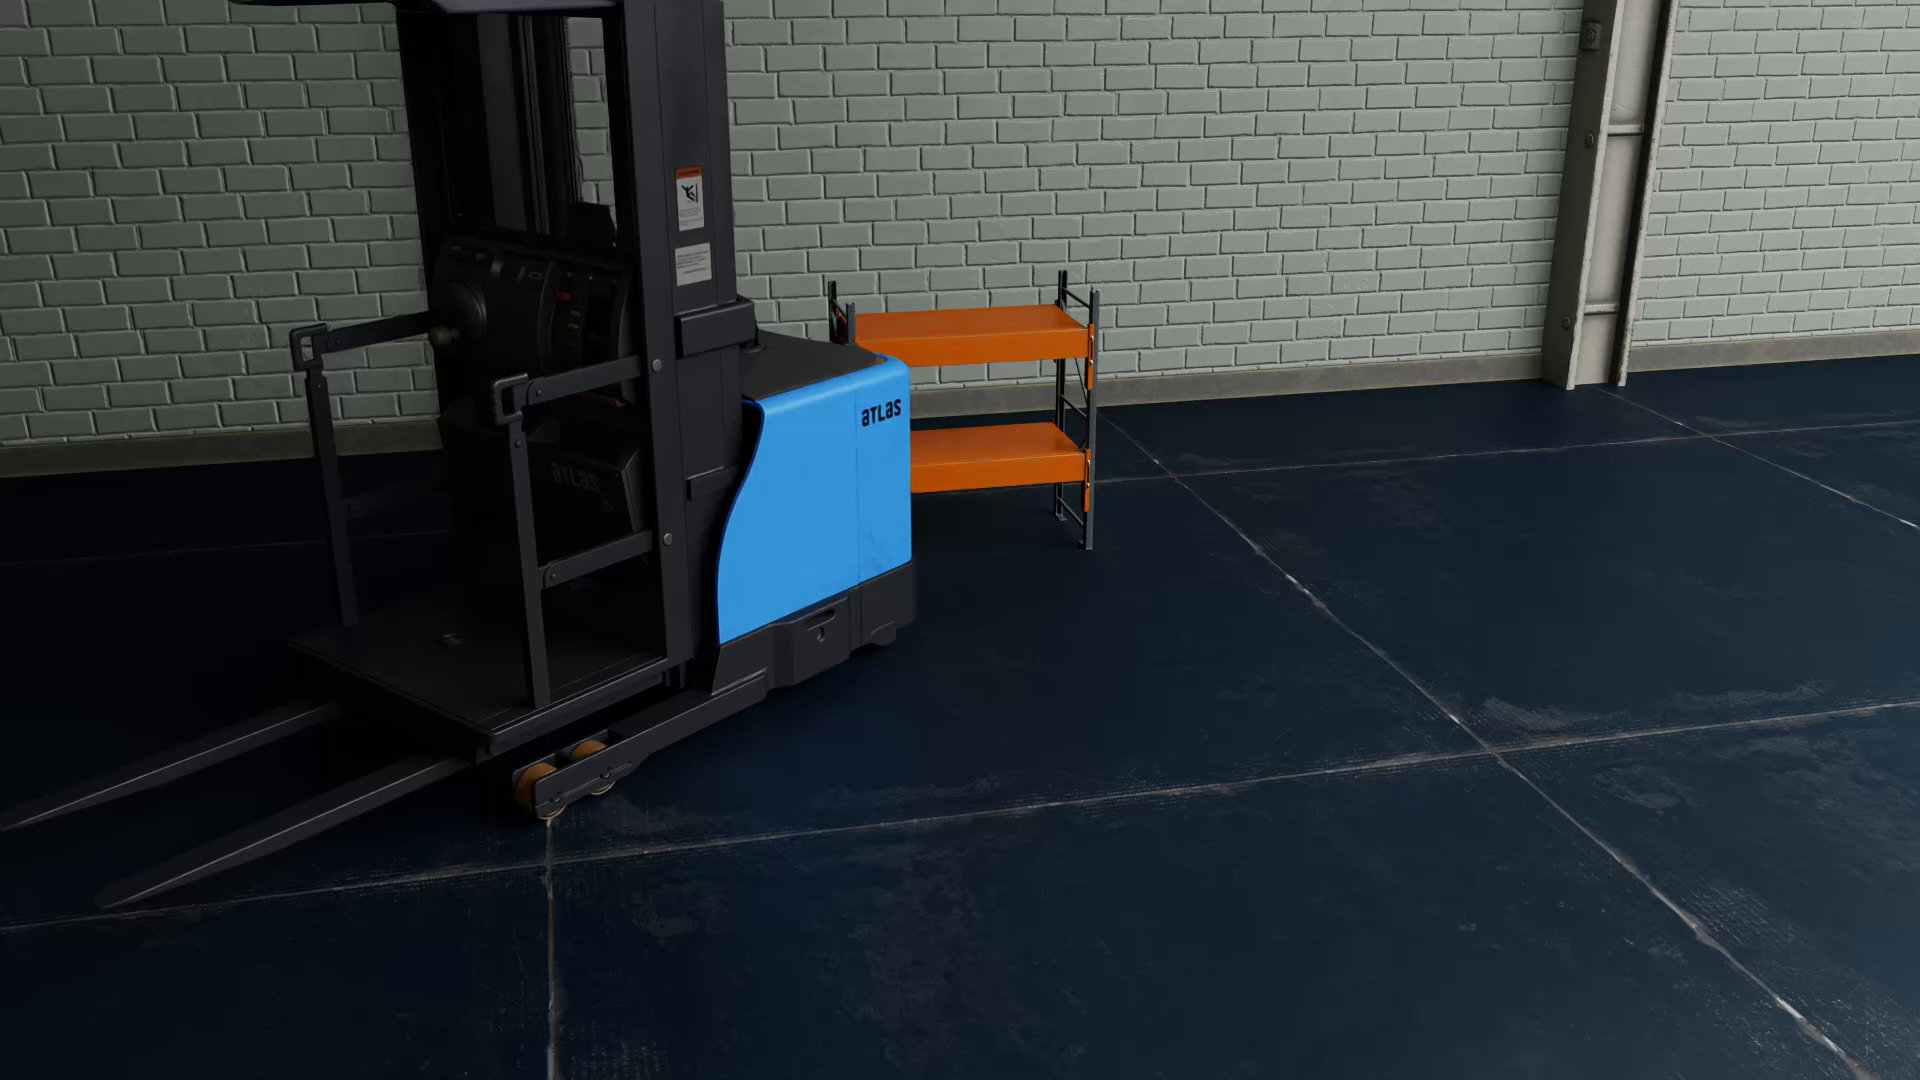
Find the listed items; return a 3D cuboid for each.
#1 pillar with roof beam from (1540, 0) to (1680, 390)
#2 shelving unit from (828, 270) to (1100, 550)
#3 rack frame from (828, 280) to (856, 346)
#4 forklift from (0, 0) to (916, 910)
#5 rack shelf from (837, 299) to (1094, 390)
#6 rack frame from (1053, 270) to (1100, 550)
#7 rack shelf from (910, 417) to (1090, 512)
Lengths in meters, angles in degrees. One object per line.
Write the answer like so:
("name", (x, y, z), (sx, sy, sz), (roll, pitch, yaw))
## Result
("pillar with roof beam", (4.688, -3.730, 4.415), (0.400, 9.000, 9.100), (-5, 21, -12))
("shelving unit", (0.007, -0.529, 7.123), (1.048, 1.125, 0.538), (-5, 21, -12))
("rack frame", (-0.488, -0.488, 7.013), (0.032, 1.125, 0.500), (-5, 21, -12))
("forklift", (-1.472, -0.726, 5.034), (1.130, 2.935, 3.031), (15, 25, 36))
("rack shelf", (0.007, -0.804, 7.022), (1.000, 0.278, 0.538), (-5, 21, -12))
("rack frame", (0.501, -0.569, 7.232), (0.032, 1.125, 0.500), (-5, 21, -12))
("rack shelf", (0.007, -0.299, 7.207), (1.000, 0.278, 0.538), (-5, 21, -12))
